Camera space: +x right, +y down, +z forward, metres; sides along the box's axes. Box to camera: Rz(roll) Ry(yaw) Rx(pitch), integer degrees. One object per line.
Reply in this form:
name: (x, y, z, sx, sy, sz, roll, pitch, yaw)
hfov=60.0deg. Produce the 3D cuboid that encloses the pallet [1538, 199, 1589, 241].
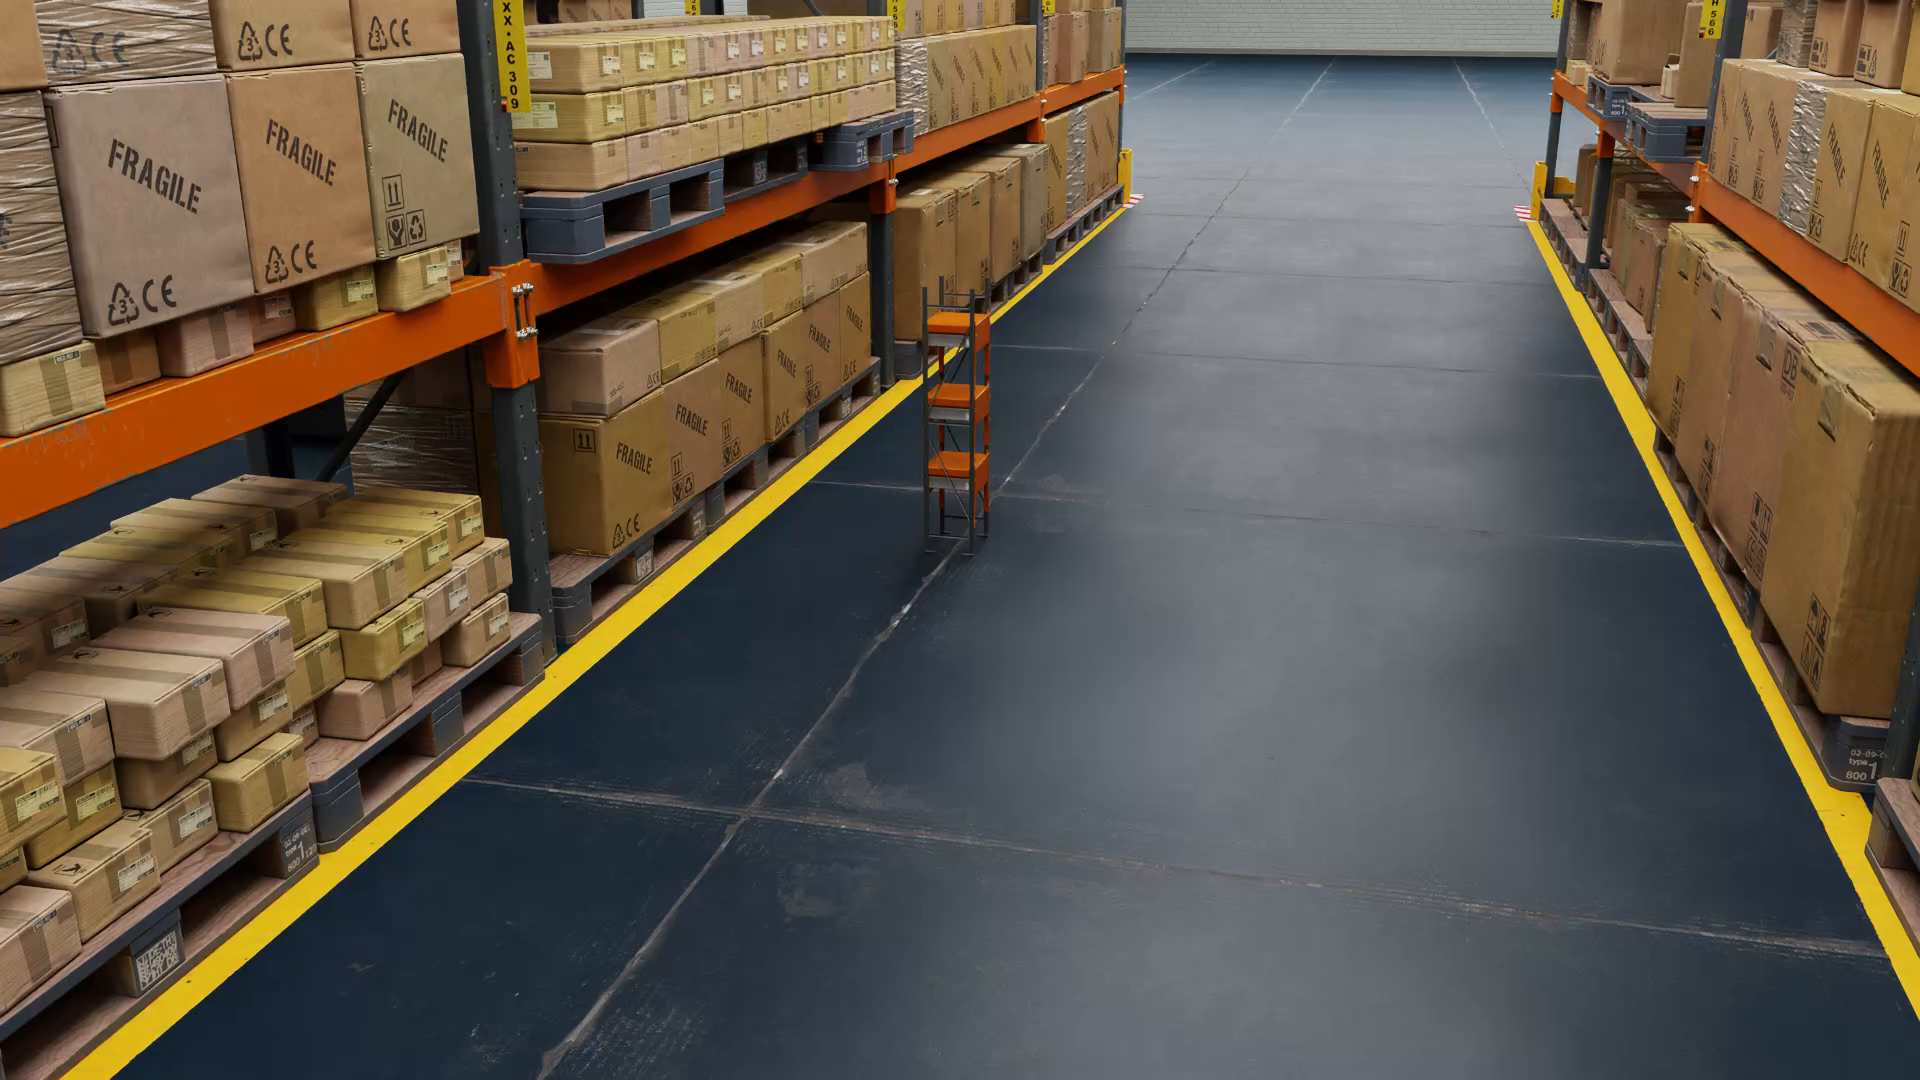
pallet: (5.629, -2.787, 14.520, 1.003, 0.211, 1.213, 5, 19, 13)

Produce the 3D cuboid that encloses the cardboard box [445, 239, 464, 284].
cardboard box: (-1.679, -0.817, 4.829, 0.380, 0.149, 0.250, 4, 19, 13)

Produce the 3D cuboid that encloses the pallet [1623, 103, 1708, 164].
pallet: (3.997, -2.016, 8.245, 1.213, 0.211, 1.003, 5, 19, 13)

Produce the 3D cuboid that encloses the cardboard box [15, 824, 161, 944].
cardboard box: (-2.010, 0.735, 3.656, 0.380, 0.149, 0.250, 5, 19, 13)

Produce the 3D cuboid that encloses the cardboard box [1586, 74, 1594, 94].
cardboard box: (4.813, -3.339, 12.210, 0.380, 0.149, 0.250, 5, 19, 13)

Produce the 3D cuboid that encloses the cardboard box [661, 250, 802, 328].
cardboard box: (-1.024, -1.117, 7.373, 0.500, 0.250, 0.500, 5, 20, 15)

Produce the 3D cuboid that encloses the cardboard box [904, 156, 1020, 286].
cardboard box: (-0.185, -2.182, 11.267, 1.050, 0.750, 0.750, 5, 19, 13)

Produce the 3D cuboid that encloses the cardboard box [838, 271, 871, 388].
cardboard box: (-0.766, -1.087, 8.447, 0.500, 0.500, 0.500, 5, 19, 13)

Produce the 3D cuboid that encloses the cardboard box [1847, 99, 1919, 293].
cardboard box: (2.926, -0.991, 4.794, 0.500, 0.500, 0.500, 5, 20, 15)

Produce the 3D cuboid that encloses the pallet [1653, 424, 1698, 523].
pallet: (3.660, -0.314, 7.280, 1.003, 0.211, 1.213, 5, 19, 13)

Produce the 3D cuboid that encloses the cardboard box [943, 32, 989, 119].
cardboard box: (-0.119, -2.938, 10.495, 0.500, 0.500, 0.500, 4, 19, 13)

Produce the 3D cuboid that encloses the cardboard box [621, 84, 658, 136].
cardboard box: (-1.233, -1.434, 5.523, 0.380, 0.149, 0.250, 4, 19, 12)

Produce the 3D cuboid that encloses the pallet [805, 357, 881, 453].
pallet: (-1.051, -0.734, 8.509, 1.003, 0.211, 1.213, 5, 19, 13)

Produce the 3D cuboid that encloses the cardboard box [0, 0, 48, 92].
cardboard box: (-2.060, -1.052, 2.964, 0.500, 0.500, 0.500, 4, 19, 12)

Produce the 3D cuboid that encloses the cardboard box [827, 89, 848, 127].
cardboard box: (-0.723, -1.951, 7.497, 0.380, 0.149, 0.250, 4, 19, 13)

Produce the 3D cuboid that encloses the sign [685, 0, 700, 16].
sign: (-1.398, -2.889, 8.713, 0.100, 0.325, 0.005, 5, 19, 13)

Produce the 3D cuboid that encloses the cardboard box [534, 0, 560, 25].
cardboard box: (-3.989, -4.691, 15.165, 0.500, 0.500, 0.500, 5, 19, 14)

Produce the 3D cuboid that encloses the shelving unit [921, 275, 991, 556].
shelving unit: (-0.013, -0.480, 6.469, 0.215, 1.050, 0.252, 5, 19, 13)

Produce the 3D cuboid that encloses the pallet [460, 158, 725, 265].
pallet: (-1.508, -1.182, 5.803, 1.003, 0.211, 1.213, 5, 19, 13)

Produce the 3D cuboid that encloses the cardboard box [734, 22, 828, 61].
cardboard box: (-0.788, -2.150, 7.160, 0.380, 0.149, 0.250, 5, 19, 13)

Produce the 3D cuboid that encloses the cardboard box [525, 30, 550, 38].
cardboard box: (-1.734, -1.794, 6.119, 0.380, 0.149, 0.250, 5, 19, 13)

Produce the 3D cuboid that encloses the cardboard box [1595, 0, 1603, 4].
cardboard box: (4.867, -4.109, 11.916, 0.500, 0.500, 0.500, 5, 19, 13)

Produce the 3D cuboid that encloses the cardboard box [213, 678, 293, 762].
cardboard box: (-1.907, 0.413, 4.140, 0.380, 0.149, 0.250, 5, 20, 15)

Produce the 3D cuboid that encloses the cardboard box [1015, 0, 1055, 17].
cardboard box: (0.242, -4.247, 12.578, 0.875, 0.550, 0.550, 5, 19, 13)

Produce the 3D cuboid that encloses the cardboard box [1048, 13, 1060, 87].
cardboard box: (0.309, -3.914, 13.273, 0.875, 0.550, 0.550, 5, 19, 13)

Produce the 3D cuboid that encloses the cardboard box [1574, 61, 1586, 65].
cardboard box: (5.384, -3.959, 14.026, 0.380, 0.149, 0.250, 5, 19, 13)

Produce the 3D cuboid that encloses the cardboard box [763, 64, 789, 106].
cardboard box: (-0.914, -1.843, 6.720, 0.380, 0.149, 0.250, 4, 19, 12)

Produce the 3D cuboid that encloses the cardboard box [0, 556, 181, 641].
cardboard box: (-2.302, 0.164, 4.406, 0.380, 0.149, 0.250, 4, 19, 12)

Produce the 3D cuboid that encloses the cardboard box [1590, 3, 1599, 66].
cardboard box: (5.416, -3.925, 12.923, 0.875, 0.500, 0.500, 5, 19, 13)

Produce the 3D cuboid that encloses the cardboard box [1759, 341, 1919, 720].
cardboard box: (3.086, -0.016, 4.732, 1.225, 0.875, 0.875, 5, 19, 14)

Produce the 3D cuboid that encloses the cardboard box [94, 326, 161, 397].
cardboard box: (-1.998, -0.407, 3.628, 0.380, 0.149, 0.250, 4, 19, 13)

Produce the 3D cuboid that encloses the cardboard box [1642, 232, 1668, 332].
cardboard box: (4.325, -1.465, 9.522, 0.700, 0.500, 0.500, 6, 20, 18)

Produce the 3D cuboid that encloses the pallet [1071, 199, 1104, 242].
pallet: (0.676, -2.848, 14.699, 1.003, 0.211, 1.213, 5, 19, 13)

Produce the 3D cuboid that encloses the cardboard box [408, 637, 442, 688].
cardboard box: (-1.746, 0.331, 4.840, 0.380, 0.149, 0.250, 5, 20, 15)

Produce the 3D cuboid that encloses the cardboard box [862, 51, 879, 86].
cardboard box: (-0.602, -2.244, 7.896, 0.380, 0.149, 0.250, 5, 20, 15)

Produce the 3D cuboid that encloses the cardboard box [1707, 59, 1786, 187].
cardboard box: (3.543, -1.791, 7.136, 0.500, 0.500, 0.500, 5, 20, 15)

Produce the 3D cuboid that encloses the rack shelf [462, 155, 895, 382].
rack shelf: (-1.348, -1.331, 7.056, 1.077, 0.370, 4.000, 5, 19, 13)

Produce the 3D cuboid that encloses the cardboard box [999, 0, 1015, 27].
cardboard box: (0.003, -3.916, 11.811, 0.700, 0.500, 0.500, 4, 19, 12)

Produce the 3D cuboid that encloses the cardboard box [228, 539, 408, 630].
cardboard box: (-1.749, 0.118, 4.541, 0.380, 0.149, 0.250, 4, 19, 13)

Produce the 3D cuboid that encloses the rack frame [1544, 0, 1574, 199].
rack frame: (5.881, -4.382, 14.877, 1.000, 3.000, 0.127, 5, 19, 13)

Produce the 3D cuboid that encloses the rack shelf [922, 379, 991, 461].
rack shelf: (-0.013, -0.470, 6.472, 0.215, 0.259, 0.240, 5, 19, 13)

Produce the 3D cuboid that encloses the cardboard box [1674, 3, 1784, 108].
cardboard box: (4.059, -2.476, 8.492, 0.700, 0.500, 0.500, 8, 20, 21)

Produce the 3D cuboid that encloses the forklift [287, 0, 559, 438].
forklift: (-2.480, -2.270, 8.799, 1.130, 2.935, 3.031, 5, 19, 14)

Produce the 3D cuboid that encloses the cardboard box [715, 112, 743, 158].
cardboard box: (-1.043, -1.535, 6.280, 0.380, 0.149, 0.250, 4, 19, 11)

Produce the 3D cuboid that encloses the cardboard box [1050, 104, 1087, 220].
cardboard box: (0.556, -3.220, 14.110, 0.875, 0.875, 0.875, 5, 19, 14)

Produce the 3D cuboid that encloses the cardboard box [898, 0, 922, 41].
cardboard box: (-0.617, -3.117, 9.471, 0.700, 0.500, 0.500, 4, 19, 13)

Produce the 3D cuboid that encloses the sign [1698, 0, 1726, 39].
sign: (3.397, -2.425, 7.478, 0.100, 0.325, 0.005, 5, 19, 13)

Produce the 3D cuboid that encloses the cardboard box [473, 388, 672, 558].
cardboard box: (-1.399, -0.271, 6.057, 0.500, 0.500, 0.500, 5, 20, 16)

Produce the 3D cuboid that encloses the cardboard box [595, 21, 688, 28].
cardboard box: (-1.417, -2.201, 7.309, 0.380, 0.149, 0.250, 6, 20, 16)

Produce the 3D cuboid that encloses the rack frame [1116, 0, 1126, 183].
rack frame: (1.096, -4.806, 16.116, 1.000, 3.000, 0.127, 5, 19, 13)

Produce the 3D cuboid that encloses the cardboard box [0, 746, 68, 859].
cardboard box: (-2.054, 0.527, 3.345, 0.380, 0.149, 0.250, 5, 19, 14)

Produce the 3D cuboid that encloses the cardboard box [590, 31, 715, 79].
cardboard box: (-1.103, -1.739, 5.957, 0.380, 0.149, 0.250, 4, 19, 13)

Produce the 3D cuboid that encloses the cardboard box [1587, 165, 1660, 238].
cardboard box: (5.248, -2.647, 13.015, 0.500, 0.500, 0.500, 3, 19, 9)
